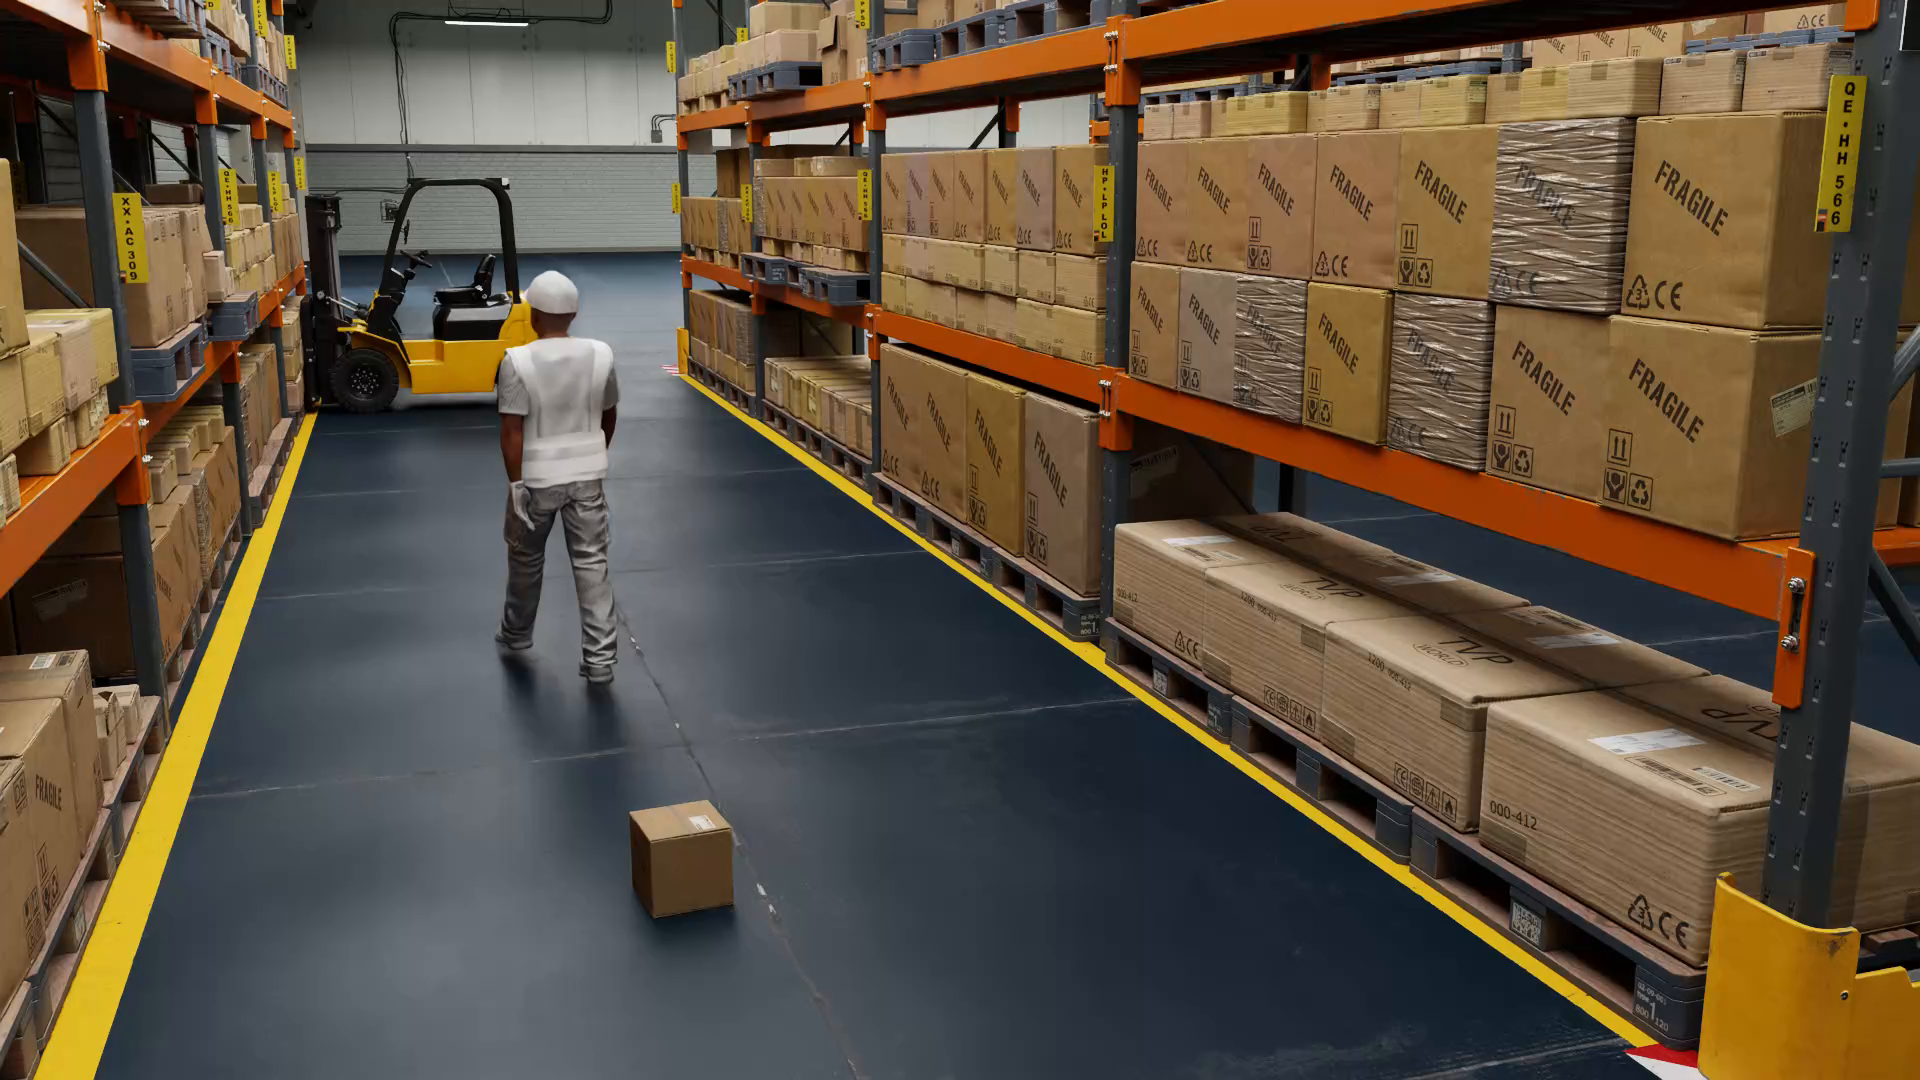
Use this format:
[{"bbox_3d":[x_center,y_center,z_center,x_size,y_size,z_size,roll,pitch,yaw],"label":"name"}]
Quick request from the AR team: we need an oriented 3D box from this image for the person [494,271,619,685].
[{"bbox_3d":[-1.778,-0.311,7.270,0.549,1.726,0.996,-6,14,-27],"label":"person"}]
